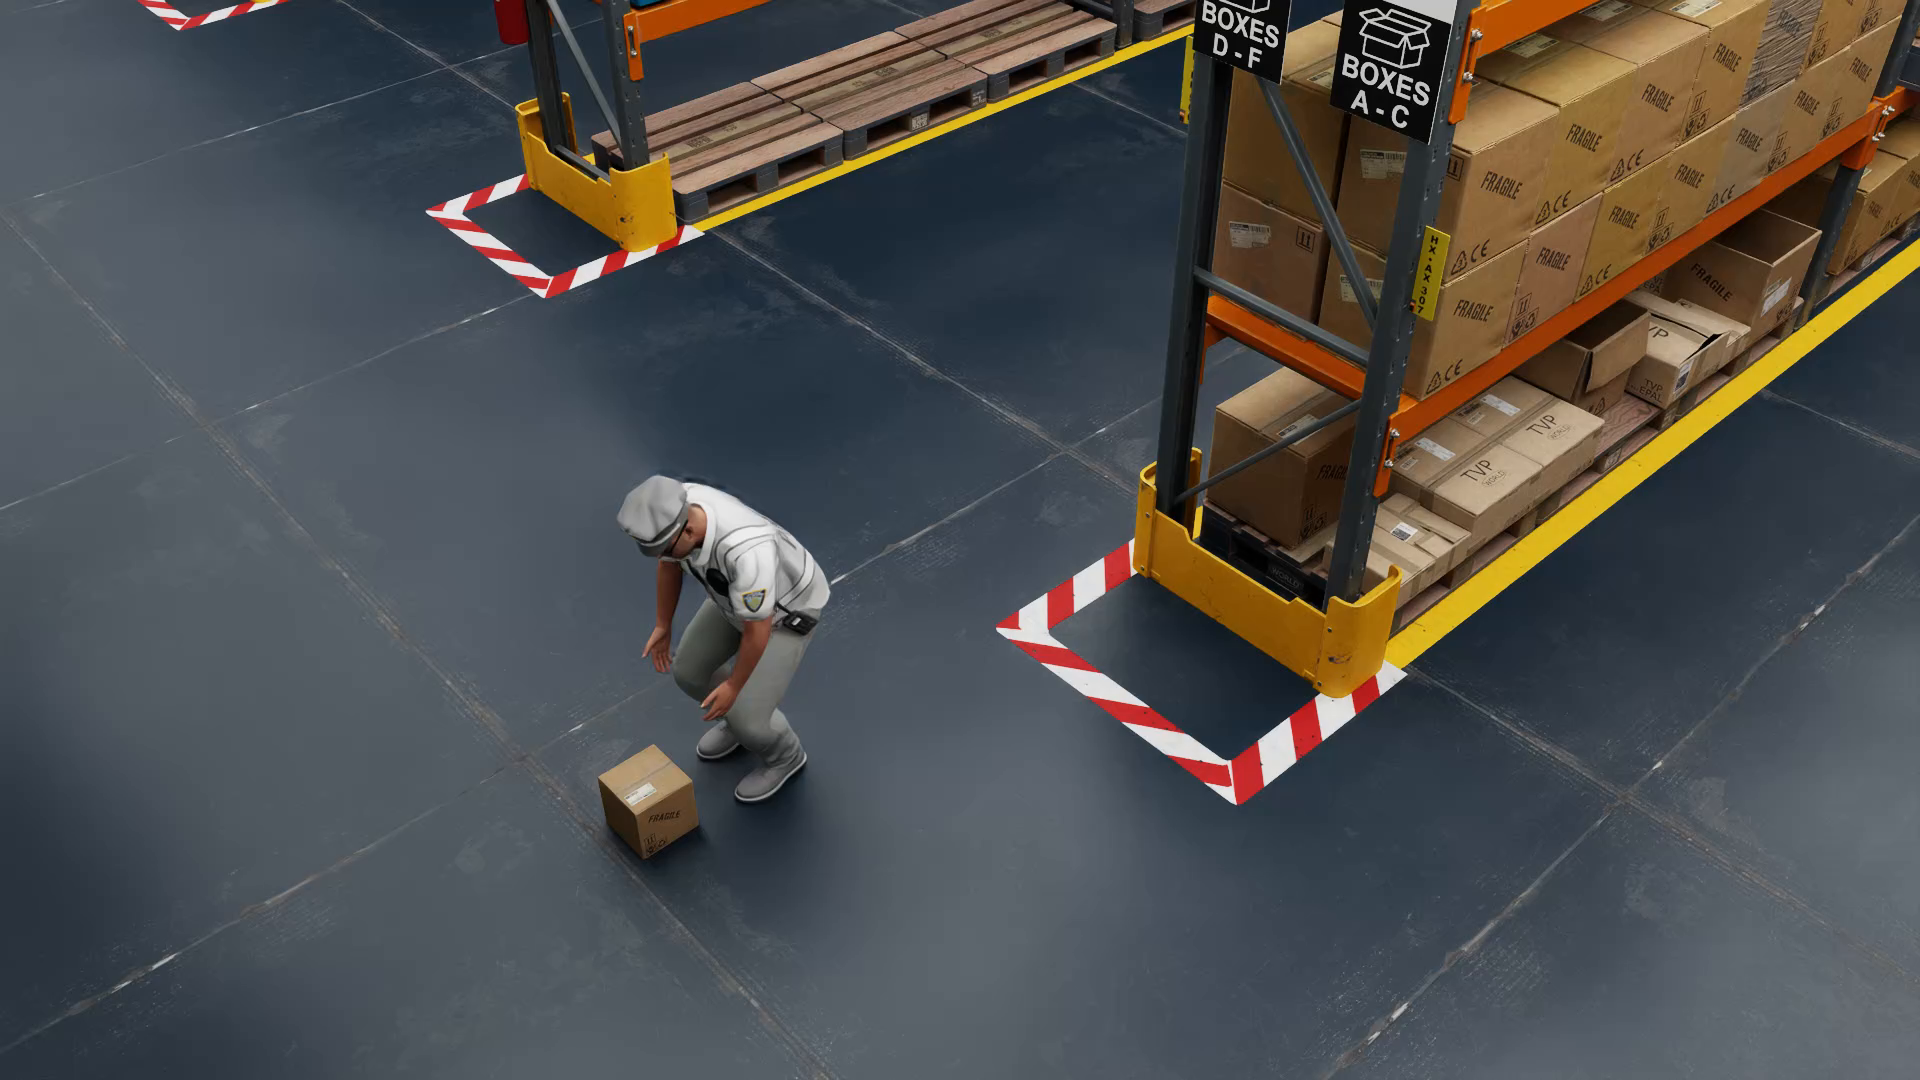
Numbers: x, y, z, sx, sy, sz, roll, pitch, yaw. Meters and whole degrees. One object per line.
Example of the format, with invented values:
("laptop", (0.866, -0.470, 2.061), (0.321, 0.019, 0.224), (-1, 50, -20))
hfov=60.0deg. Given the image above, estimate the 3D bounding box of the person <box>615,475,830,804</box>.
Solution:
("person", (-0.810, 0.315, 5.978), (0.751, 1.496, 0.588), (-30, 48, -31))
